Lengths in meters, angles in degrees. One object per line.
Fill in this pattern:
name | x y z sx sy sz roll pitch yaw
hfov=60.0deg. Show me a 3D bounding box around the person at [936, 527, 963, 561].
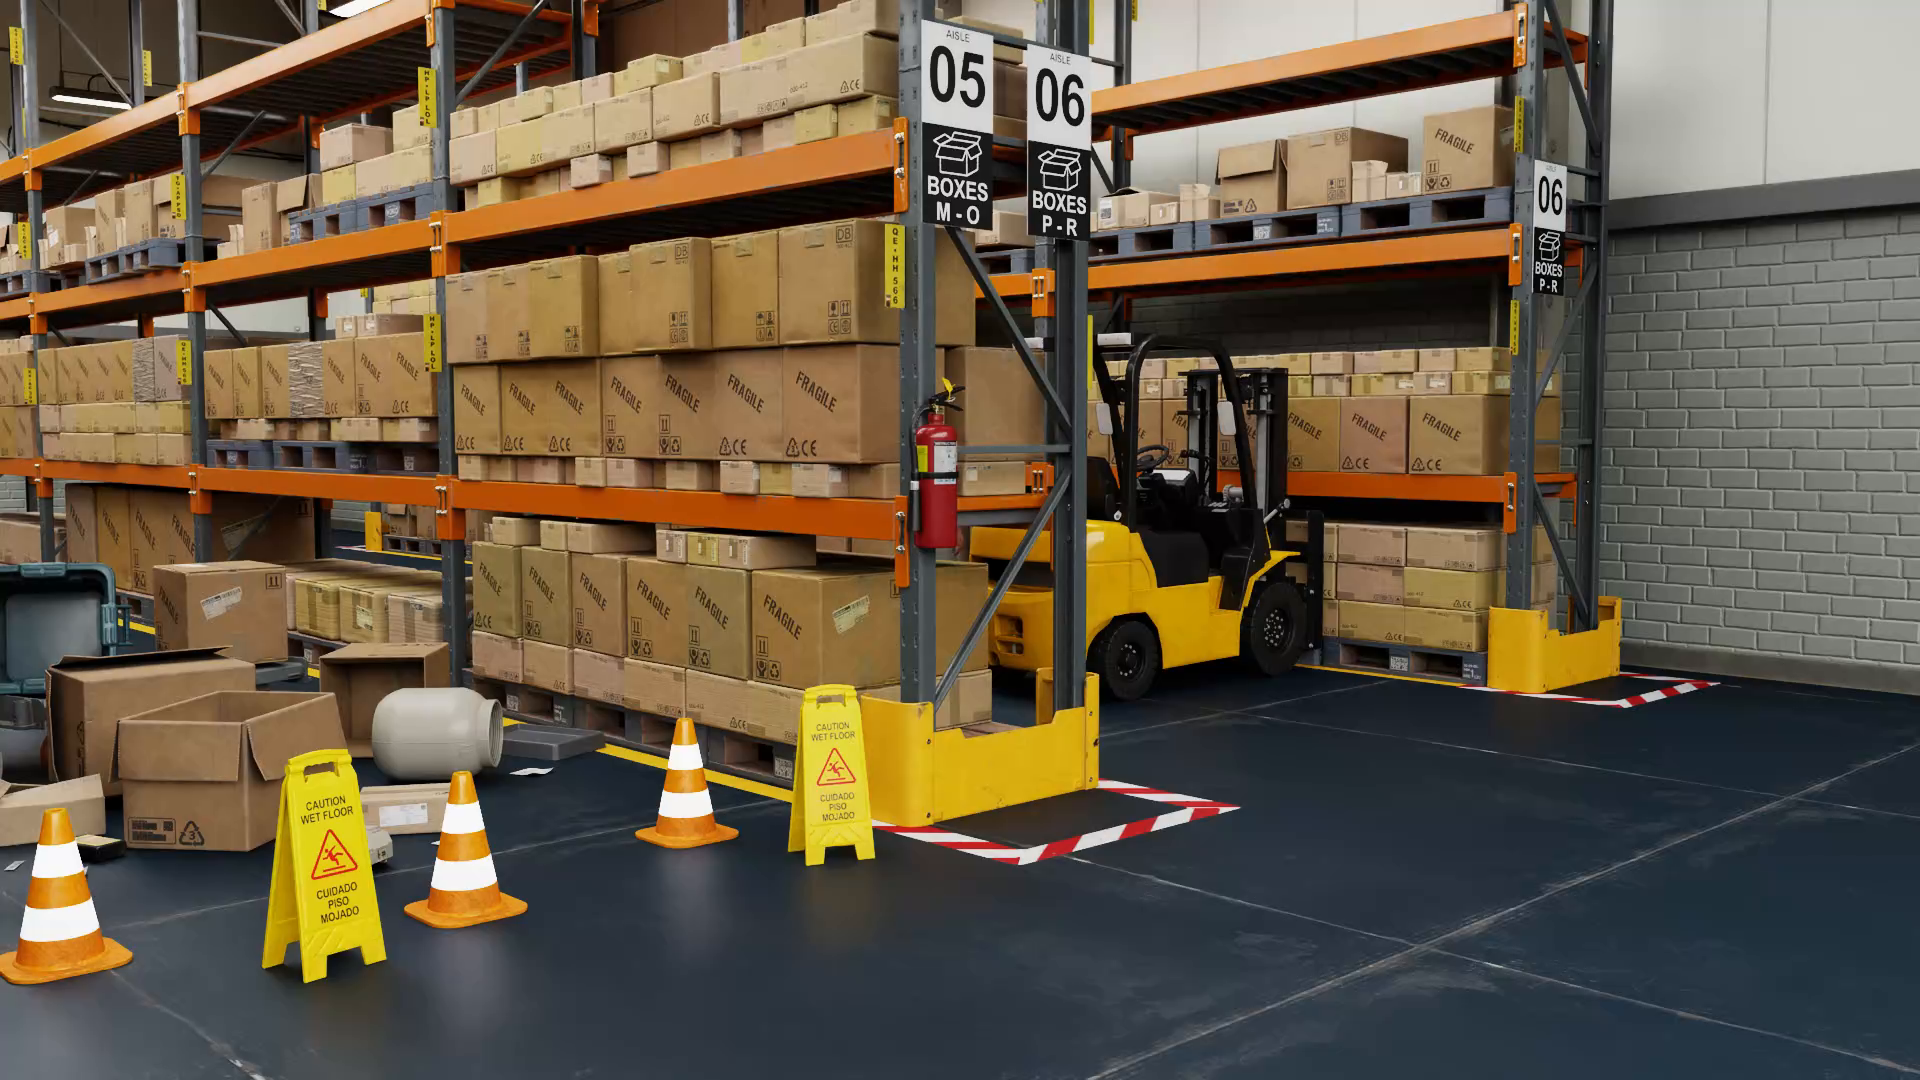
person | -0.236 -0.053 11.499 0.599 1.747 0.436 4 5 43
